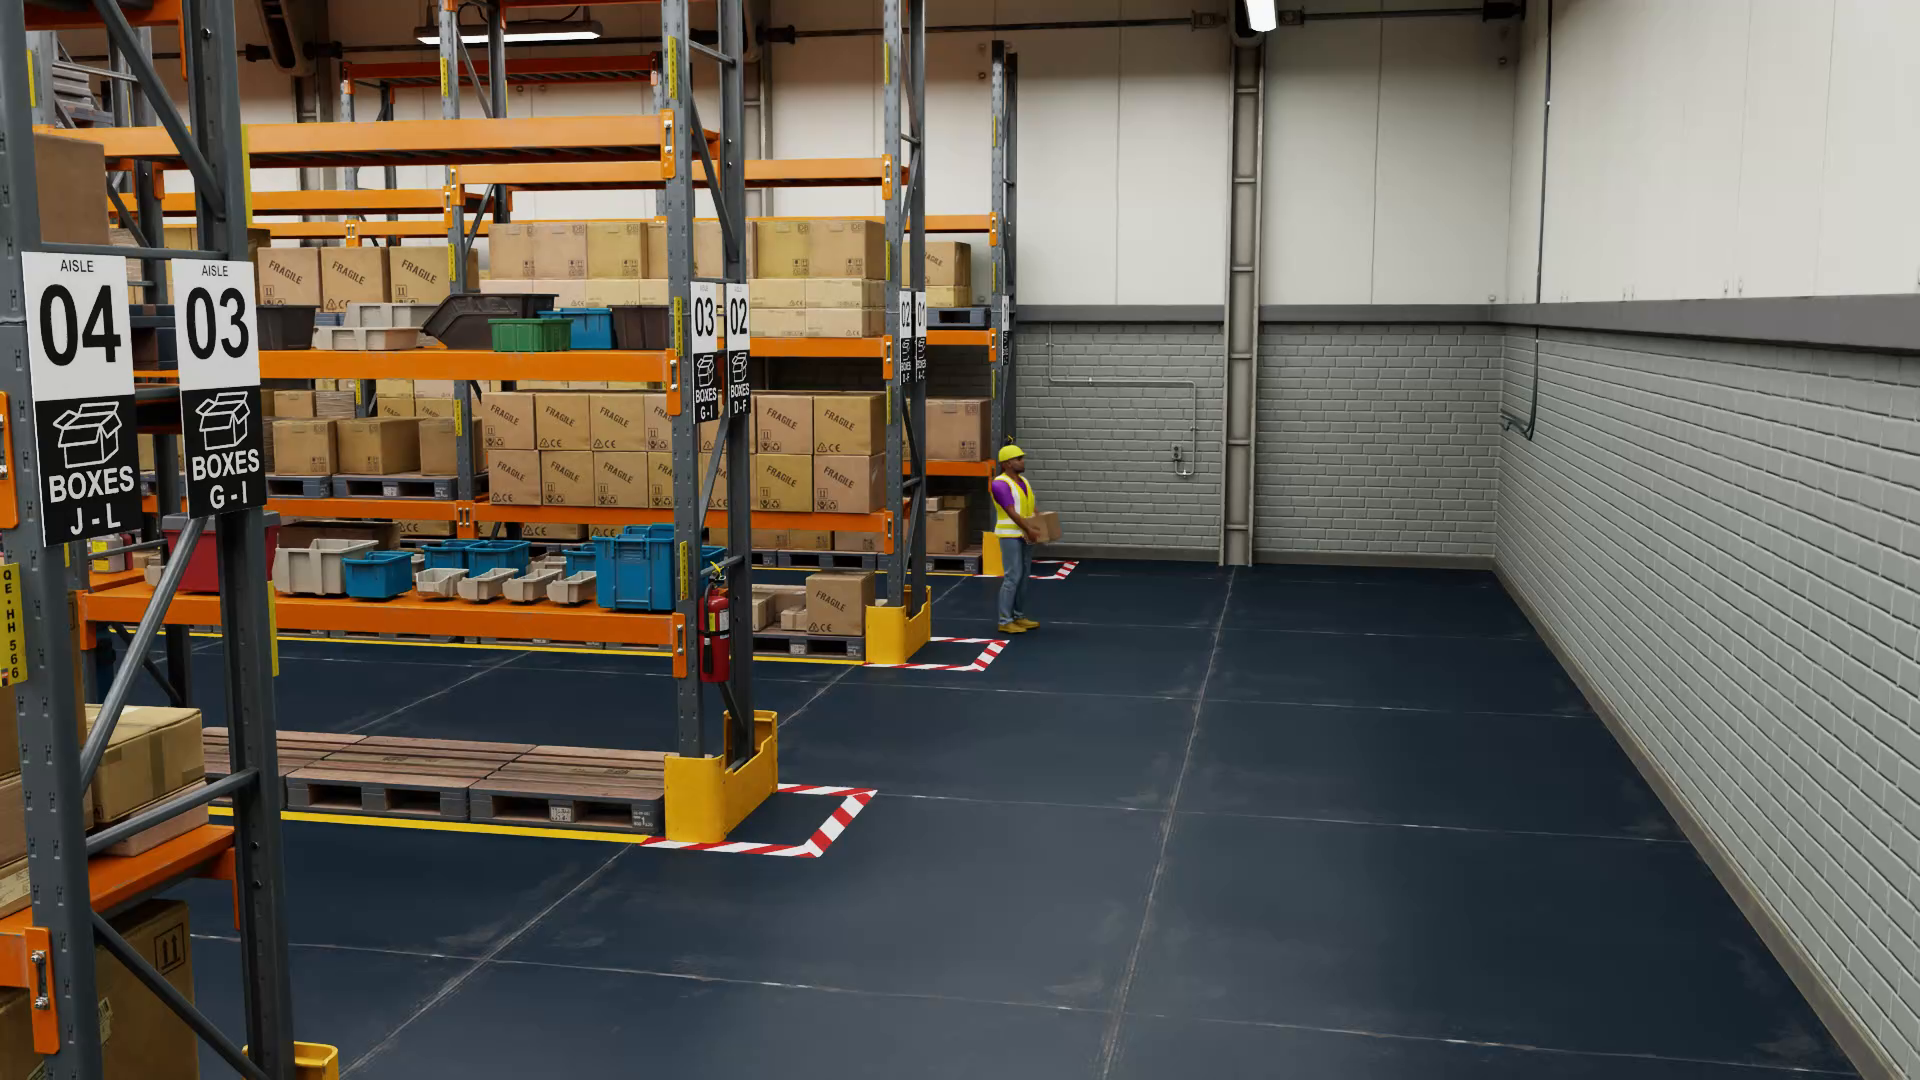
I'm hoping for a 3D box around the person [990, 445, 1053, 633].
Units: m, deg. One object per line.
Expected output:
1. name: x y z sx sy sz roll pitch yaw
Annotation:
1. person: 0.611 -0.014 15.815 0.570 1.770 0.516 5 9 31
